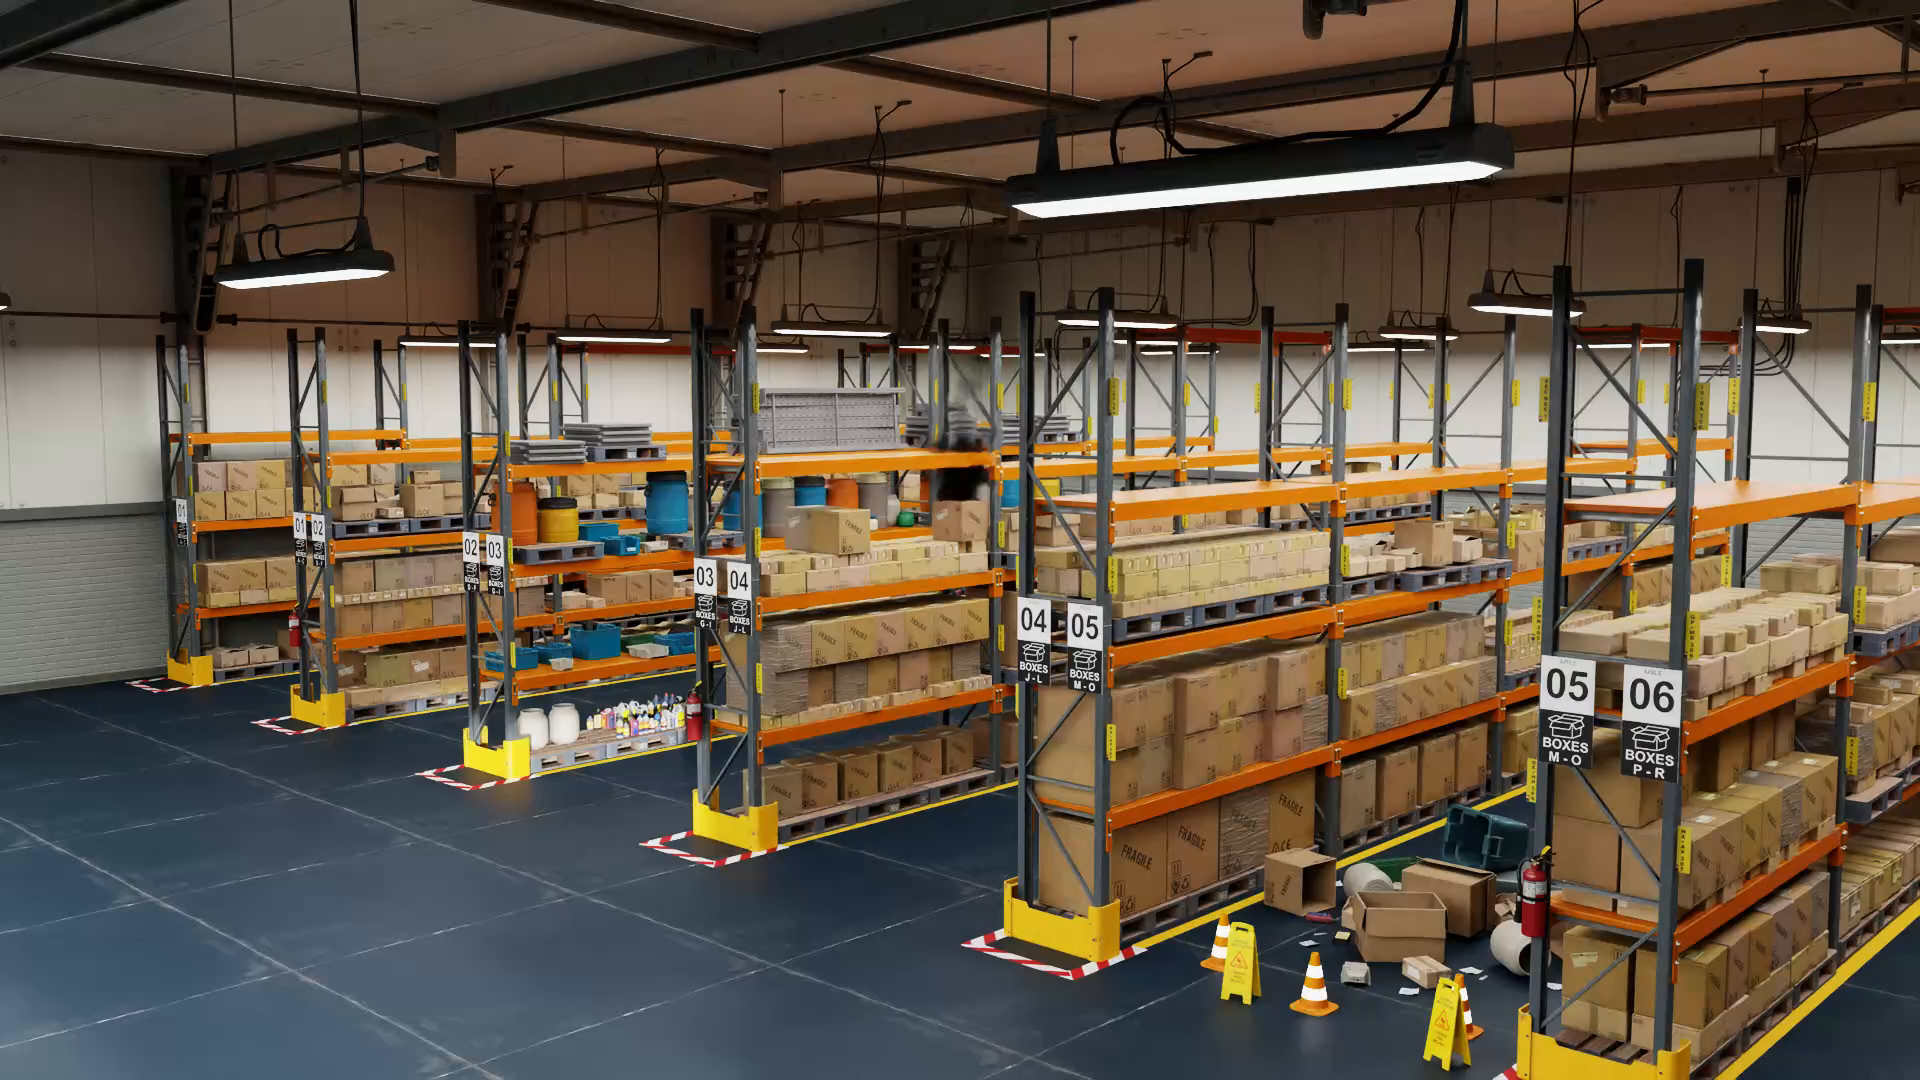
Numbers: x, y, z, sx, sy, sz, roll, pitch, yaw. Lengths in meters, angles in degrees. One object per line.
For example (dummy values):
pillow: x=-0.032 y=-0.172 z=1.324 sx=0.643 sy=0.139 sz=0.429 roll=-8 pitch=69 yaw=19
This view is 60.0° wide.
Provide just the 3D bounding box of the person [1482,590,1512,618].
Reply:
person: x=9.459 y=1.647 z=29.212 sx=0.594 sy=1.524 sz=0.514 roll=3 pitch=6 yaw=26
